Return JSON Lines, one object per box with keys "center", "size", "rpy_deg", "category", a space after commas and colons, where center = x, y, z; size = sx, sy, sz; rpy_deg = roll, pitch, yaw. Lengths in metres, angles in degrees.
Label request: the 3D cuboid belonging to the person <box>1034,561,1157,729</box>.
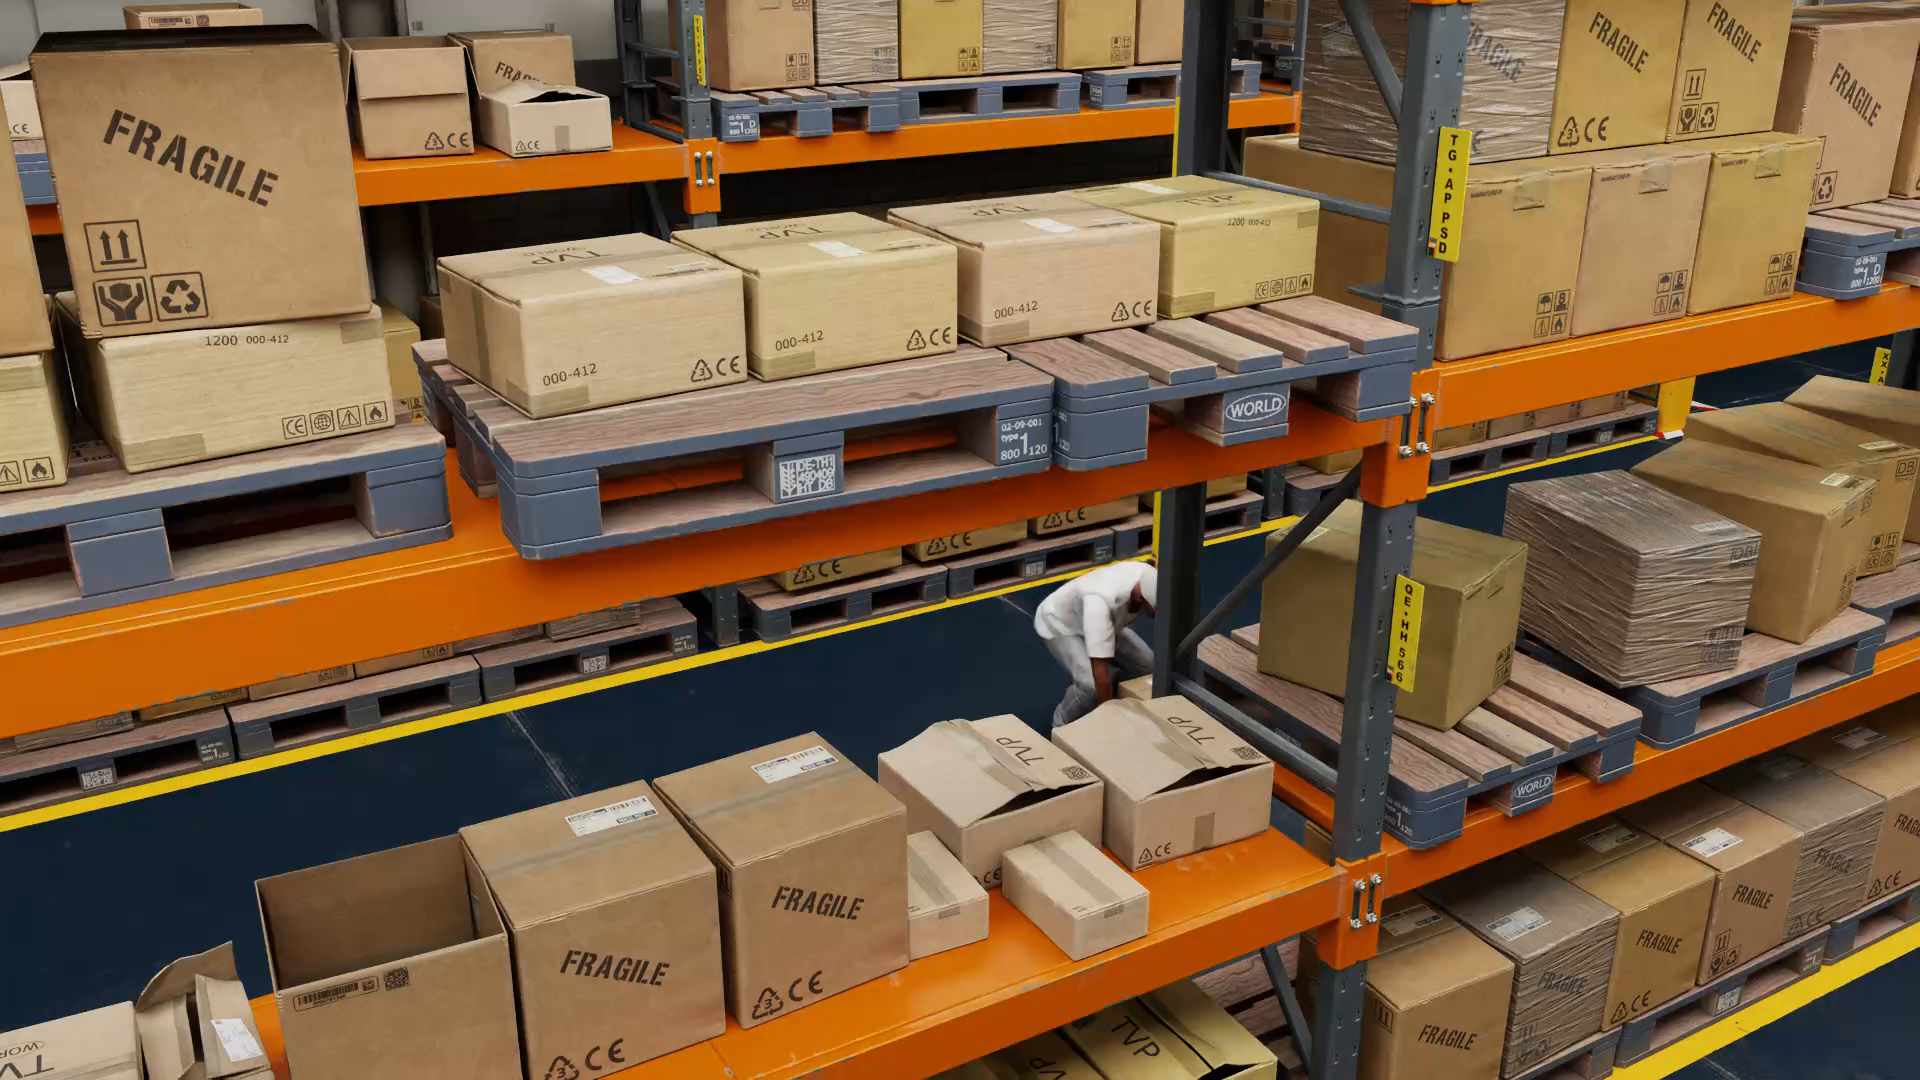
{"center": [0.778, 0.512, 8.236], "size": [0.591, 1.053, 0.882], "rpy_deg": [-12, 25, -28], "category": "person"}
